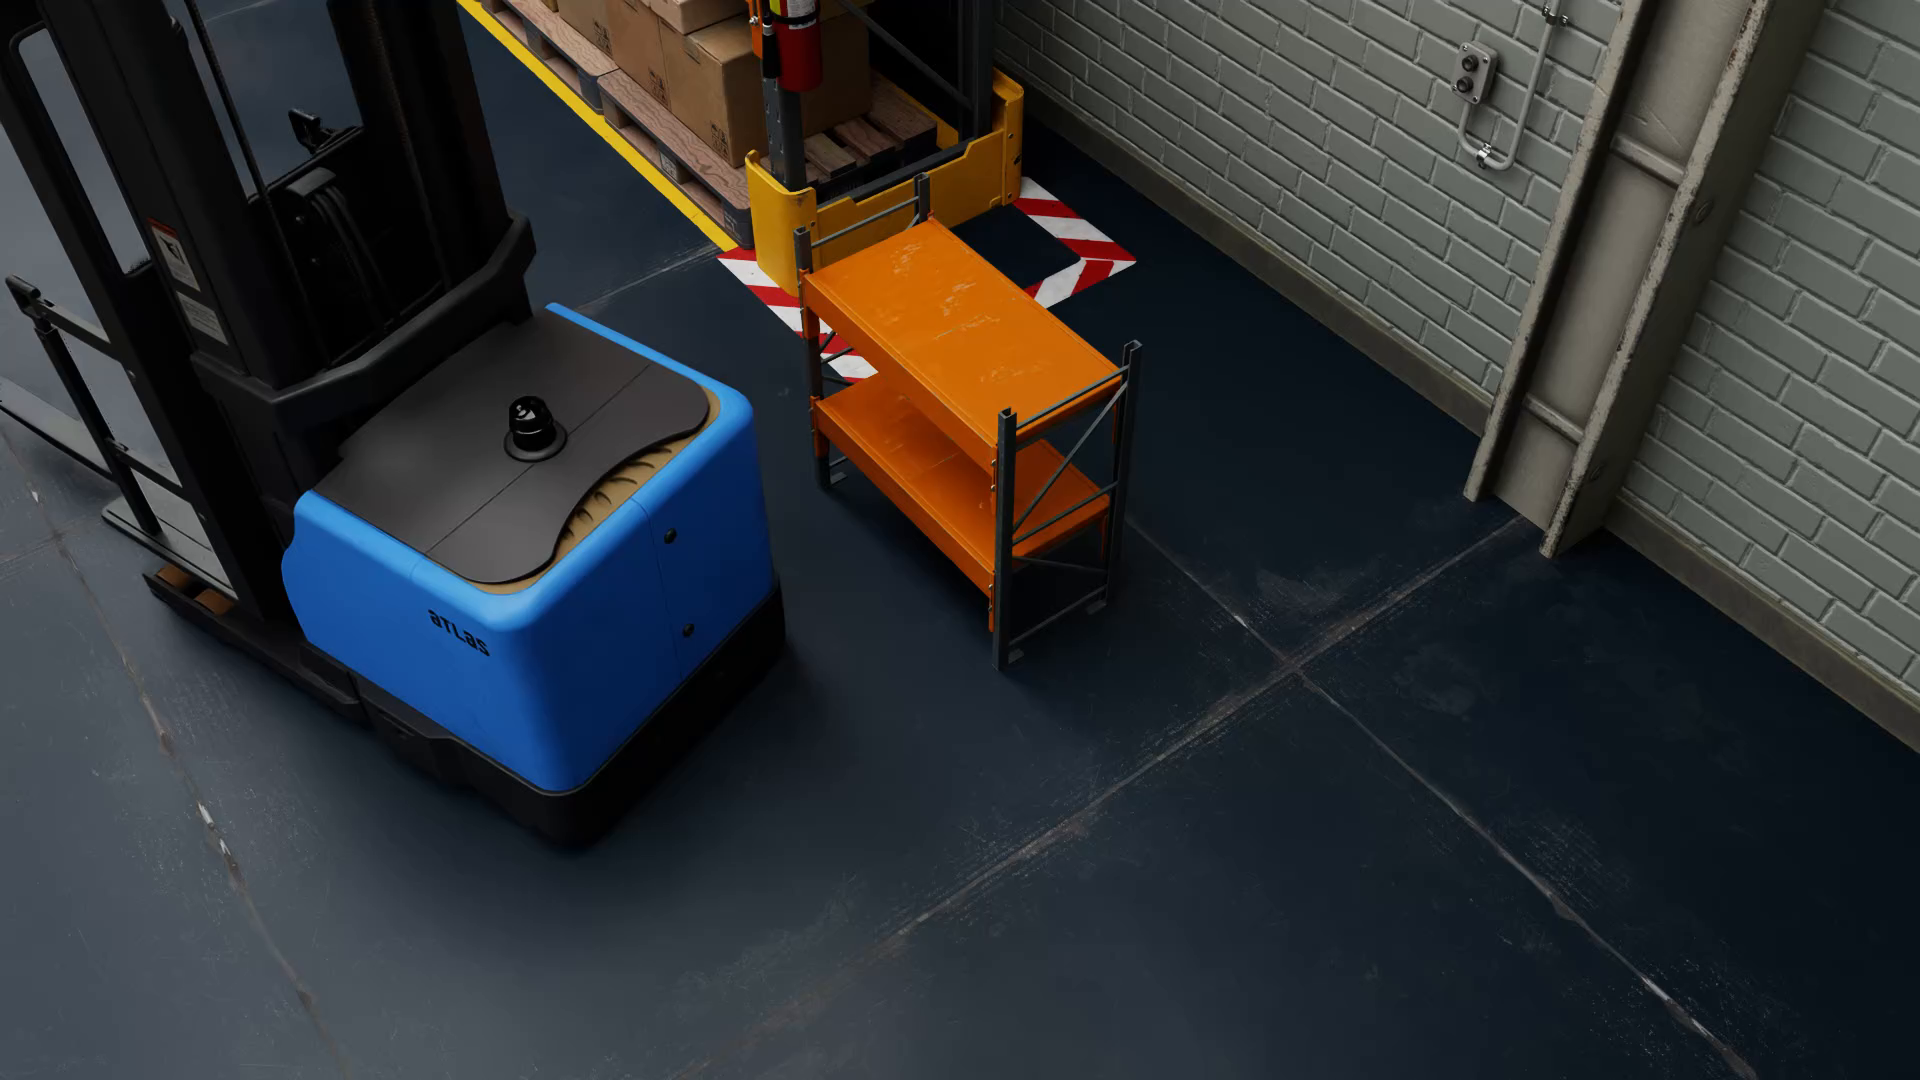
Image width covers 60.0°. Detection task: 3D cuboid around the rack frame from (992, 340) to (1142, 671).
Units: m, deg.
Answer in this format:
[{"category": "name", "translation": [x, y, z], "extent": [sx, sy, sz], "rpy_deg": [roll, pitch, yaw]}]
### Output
[{"category": "rack frame", "translation": [0.312, -0.074, 5.058], "extent": [0.500, 1.125, 0.032], "rpy_deg": [-29, 54, -24]}]

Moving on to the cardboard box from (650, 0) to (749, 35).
[{"category": "cardboard box", "translation": [-1.026, -2.210, 6.694], "extent": [0.380, 0.149, 0.250], "rpy_deg": [-30, 54, -24]}]

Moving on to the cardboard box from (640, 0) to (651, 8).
[{"category": "cardboard box", "translation": [-1.181, -2.360, 6.831], "extent": [0.380, 0.149, 0.250], "rpy_deg": [-28, 54, -23]}]

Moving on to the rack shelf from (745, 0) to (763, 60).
[{"category": "rack shelf", "translation": [-1.511, -3.266, 7.172], "extent": [1.077, 0.370, 4.000], "rpy_deg": [-29, 54, -24]}]

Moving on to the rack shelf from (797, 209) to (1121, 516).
[{"category": "rack shelf", "translation": [0.004, -0.570, 5.113], "extent": [0.538, 0.278, 1.000], "rpy_deg": [-29, 54, -24]}]

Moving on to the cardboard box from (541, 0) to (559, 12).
[{"category": "cardboard box", "translation": [-1.740, -2.900, 7.758], "extent": [0.700, 0.500, 0.500], "rpy_deg": [-28, 54, -23]}]

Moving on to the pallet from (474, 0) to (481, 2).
[{"category": "pallet", "translation": [-2.324, -3.267, 8.569], "extent": [1.003, 0.211, 1.213], "rpy_deg": [-29, 54, -24]}]

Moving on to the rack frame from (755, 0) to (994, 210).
[{"category": "rack frame", "translation": [-0.300, -2.328, 5.836], "extent": [1.000, 3.000, 0.127], "rpy_deg": [-29, 54, -24]}]

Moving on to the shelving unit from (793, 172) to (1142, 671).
[{"category": "shelving unit", "translation": [0.004, -0.374, 5.330], "extent": [0.538, 1.125, 1.048], "rpy_deg": [-29, 54, -24]}]

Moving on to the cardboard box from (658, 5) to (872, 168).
[{"category": "cardboard box", "translation": [-0.803, -1.998, 6.940], "extent": [0.700, 0.500, 0.500], "rpy_deg": [-29, 54, -24]}]

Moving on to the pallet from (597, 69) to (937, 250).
[{"category": "pallet", "translation": [-0.846, -1.828, 7.265], "extent": [1.003, 0.211, 1.213], "rpy_deg": [-29, 54, -24]}]

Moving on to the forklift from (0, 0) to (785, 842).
[{"category": "forklift", "translation": [-2.076, -0.970, 4.651], "extent": [3.031, 2.935, 1.130], "rpy_deg": [26, 53, 22]}]

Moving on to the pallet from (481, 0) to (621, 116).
[{"category": "pallet", "translation": [-1.581, -2.547, 7.917], "extent": [1.003, 0.211, 1.213], "rpy_deg": [-29, 54, -24]}]

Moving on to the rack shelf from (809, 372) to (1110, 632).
[{"category": "rack shelf", "translation": [0.004, -0.210, 5.511], "extent": [0.538, 0.278, 1.000], "rpy_deg": [-29, 54, -24]}]

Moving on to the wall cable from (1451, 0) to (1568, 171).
[{"category": "wall cable", "translation": [1.228, -2.339, 5.160], "extent": [0.084, 1.984, 1.851], "rpy_deg": [-29, 54, -24]}]

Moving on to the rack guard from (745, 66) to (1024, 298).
[{"category": "rack guard", "translation": [-0.285, -1.475, 6.750], "extent": [1.175, 0.500, 0.348], "rpy_deg": [-29, 54, -24]}]

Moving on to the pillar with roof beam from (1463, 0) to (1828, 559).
[{"category": "pillar with roof beam", "translation": [-1.403, -1.208, 0.771], "extent": [9.100, 9.000, 0.400], "rpy_deg": [-29, 54, -24]}]

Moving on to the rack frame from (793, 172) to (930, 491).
[{"category": "rack frame", "translation": [-0.304, -0.674, 5.601], "extent": [0.500, 1.125, 0.032], "rpy_deg": [-29, 54, -24]}]

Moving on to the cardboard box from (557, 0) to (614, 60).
[{"category": "cardboard box", "translation": [-1.411, -2.589, 7.476], "extent": [0.700, 0.500, 0.500], "rpy_deg": [-31, 55, -25]}]

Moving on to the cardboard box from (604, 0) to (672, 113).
[{"category": "cardboard box", "translation": [-1.106, -2.293, 7.208], "extent": [0.700, 0.500, 0.500], "rpy_deg": [-30, 54, -24]}]

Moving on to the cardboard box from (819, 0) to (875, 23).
[{"category": "cardboard box", "translation": [-0.568, -2.232, 6.714], "extent": [0.380, 0.149, 0.250], "rpy_deg": [-29, 54, -24]}]

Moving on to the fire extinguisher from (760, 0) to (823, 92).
[{"category": "fire extinguisher", "translation": [-0.576, -1.881, 5.735], "extent": [0.296, 0.674, 0.183], "rpy_deg": [-29, 54, -24]}]
